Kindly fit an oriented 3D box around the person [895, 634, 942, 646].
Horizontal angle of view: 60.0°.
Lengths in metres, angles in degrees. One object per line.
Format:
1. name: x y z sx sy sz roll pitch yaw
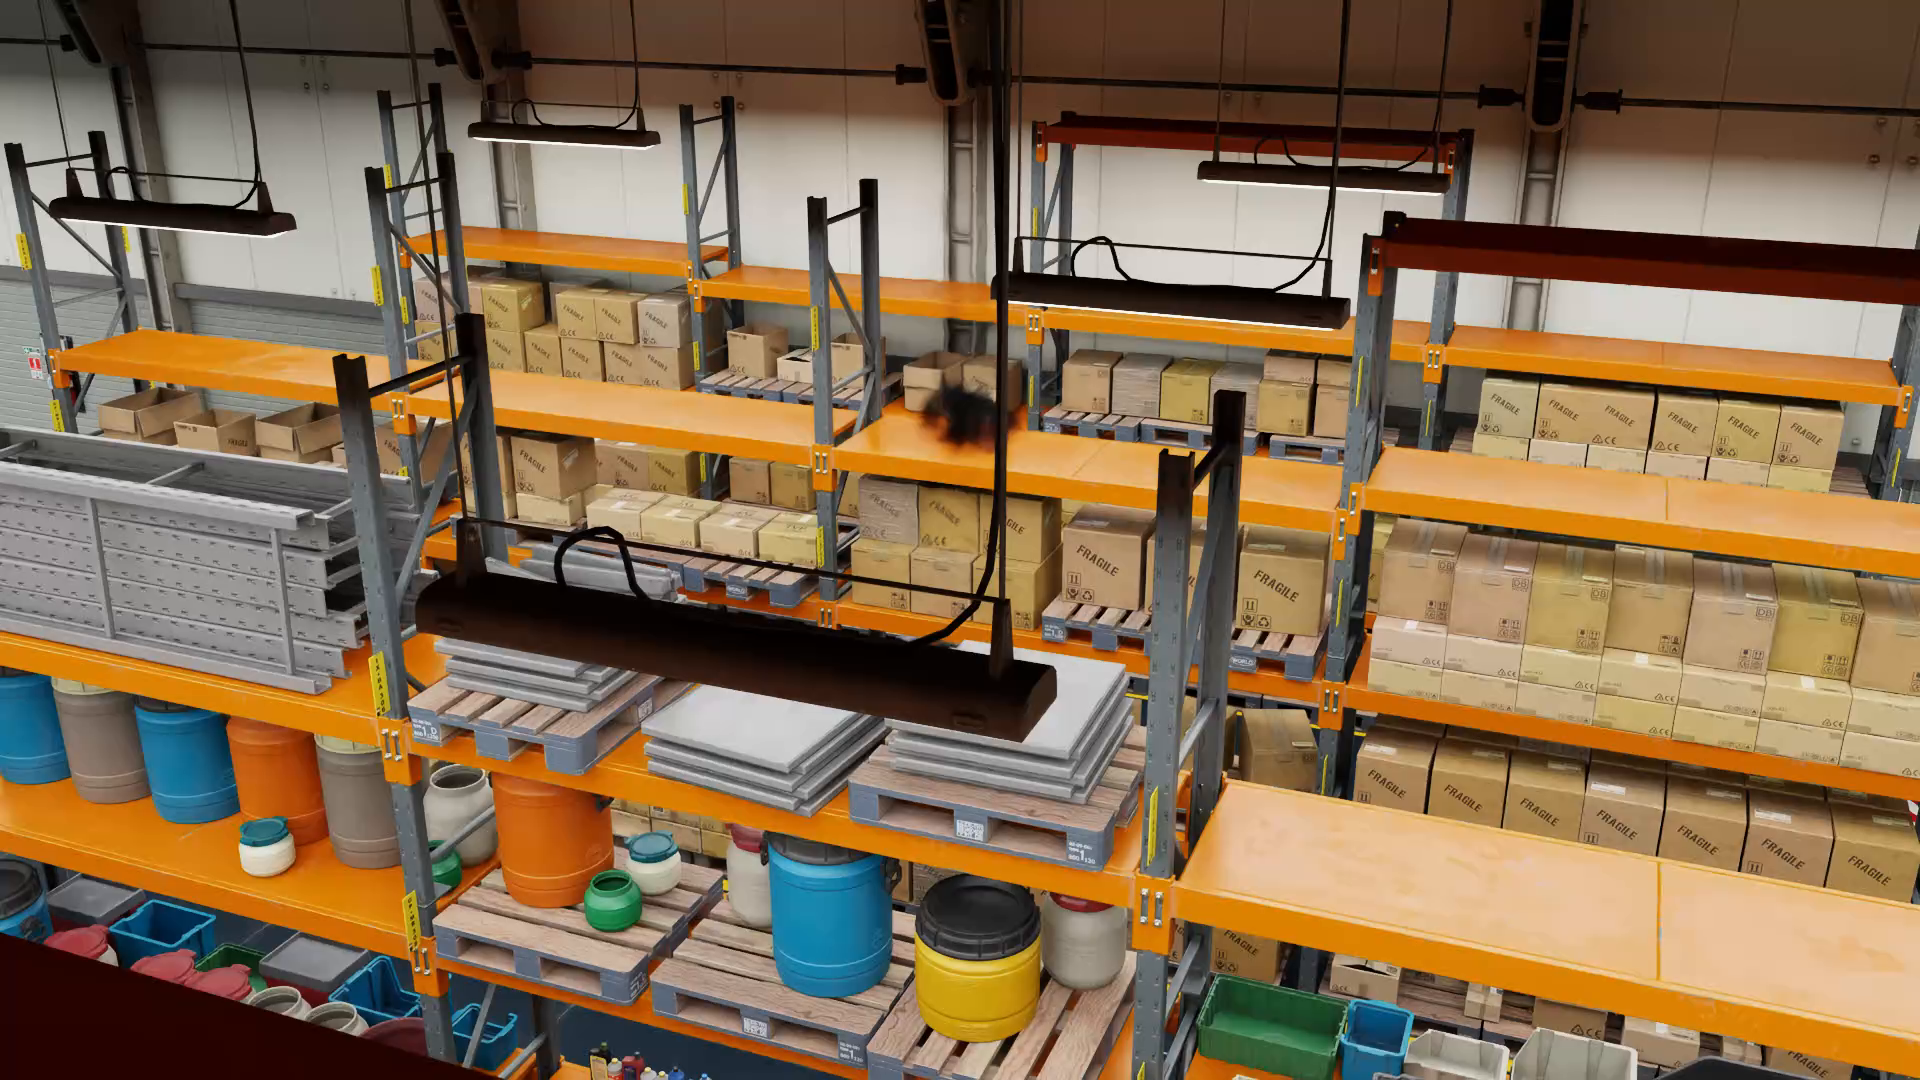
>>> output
1. person: -0.424 1.333 15.960 0.847 1.644 0.630 9 23 22
